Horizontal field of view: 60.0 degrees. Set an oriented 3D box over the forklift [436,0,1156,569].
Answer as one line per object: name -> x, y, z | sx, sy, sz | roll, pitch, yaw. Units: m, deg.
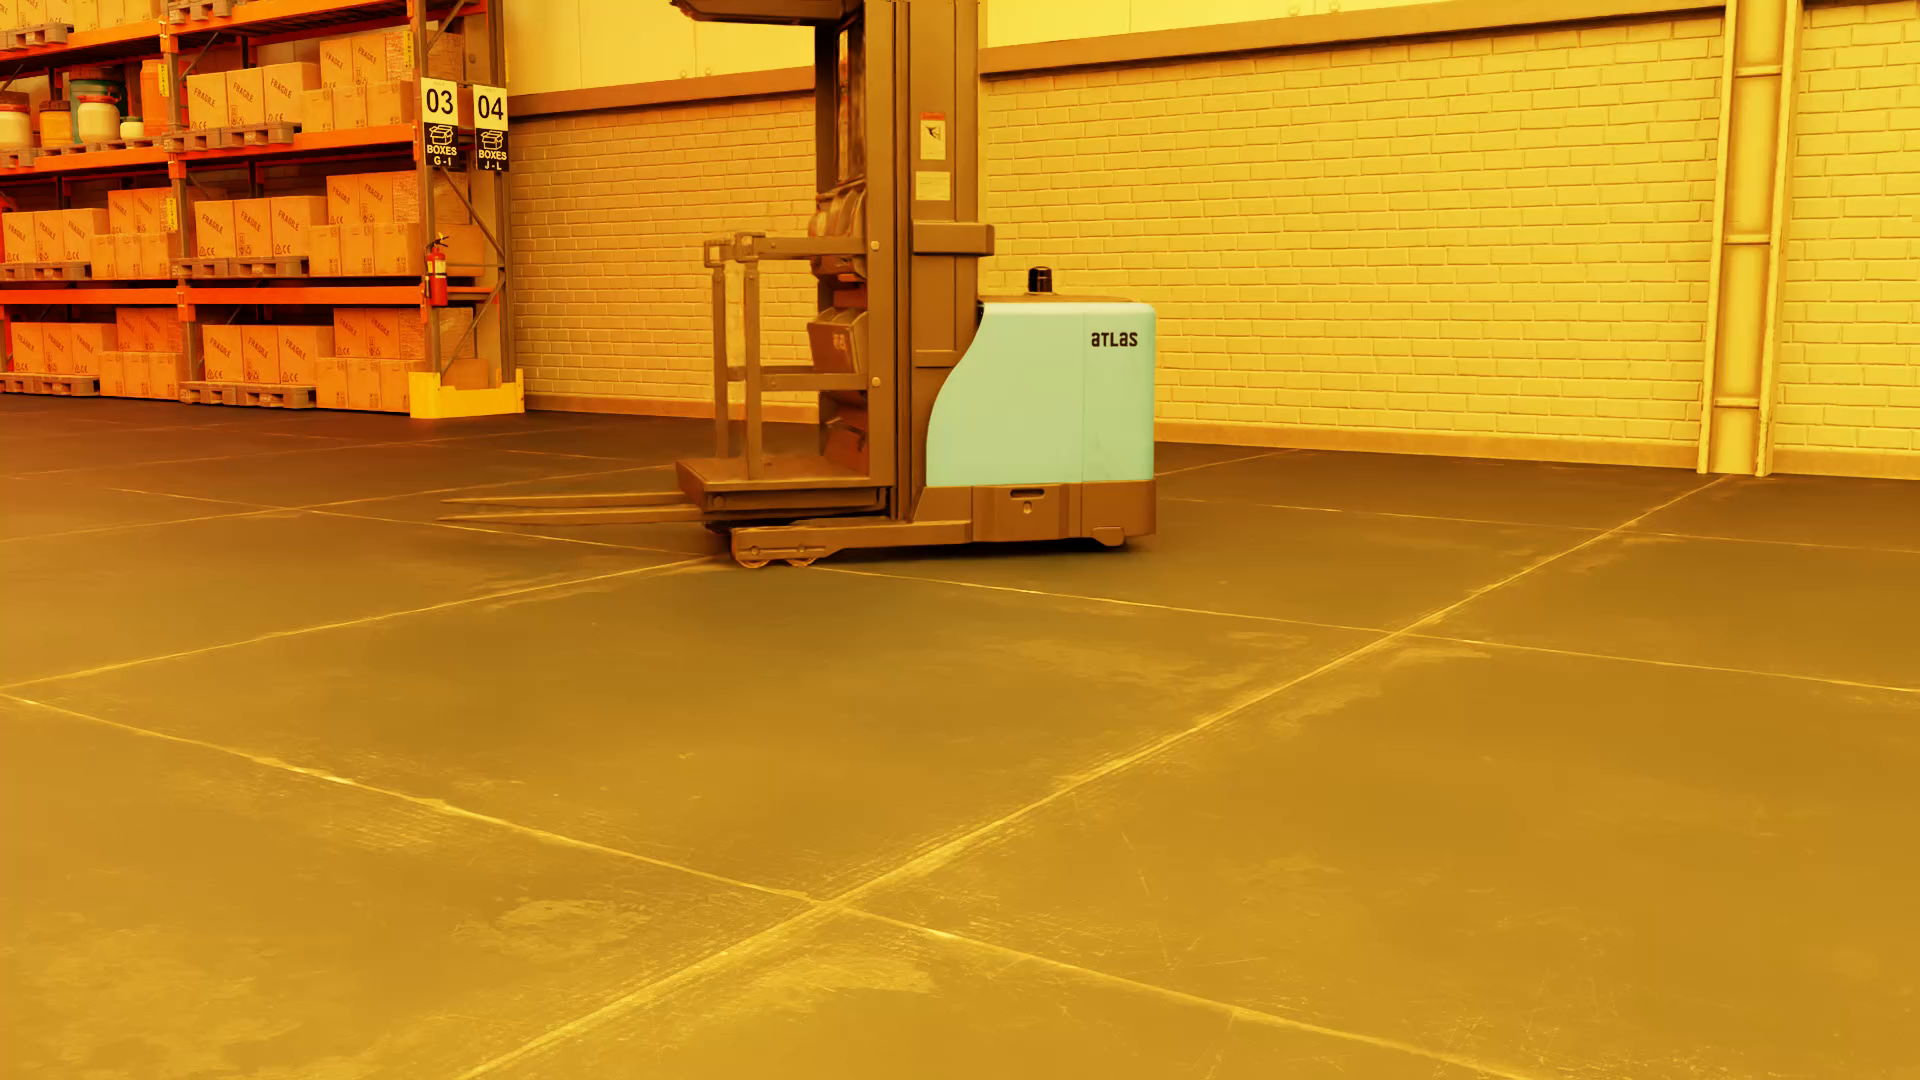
forklift -> -0.715, -1.417, 7.156 | 3.031, 2.935, 1.130 | -2, 8, -16
